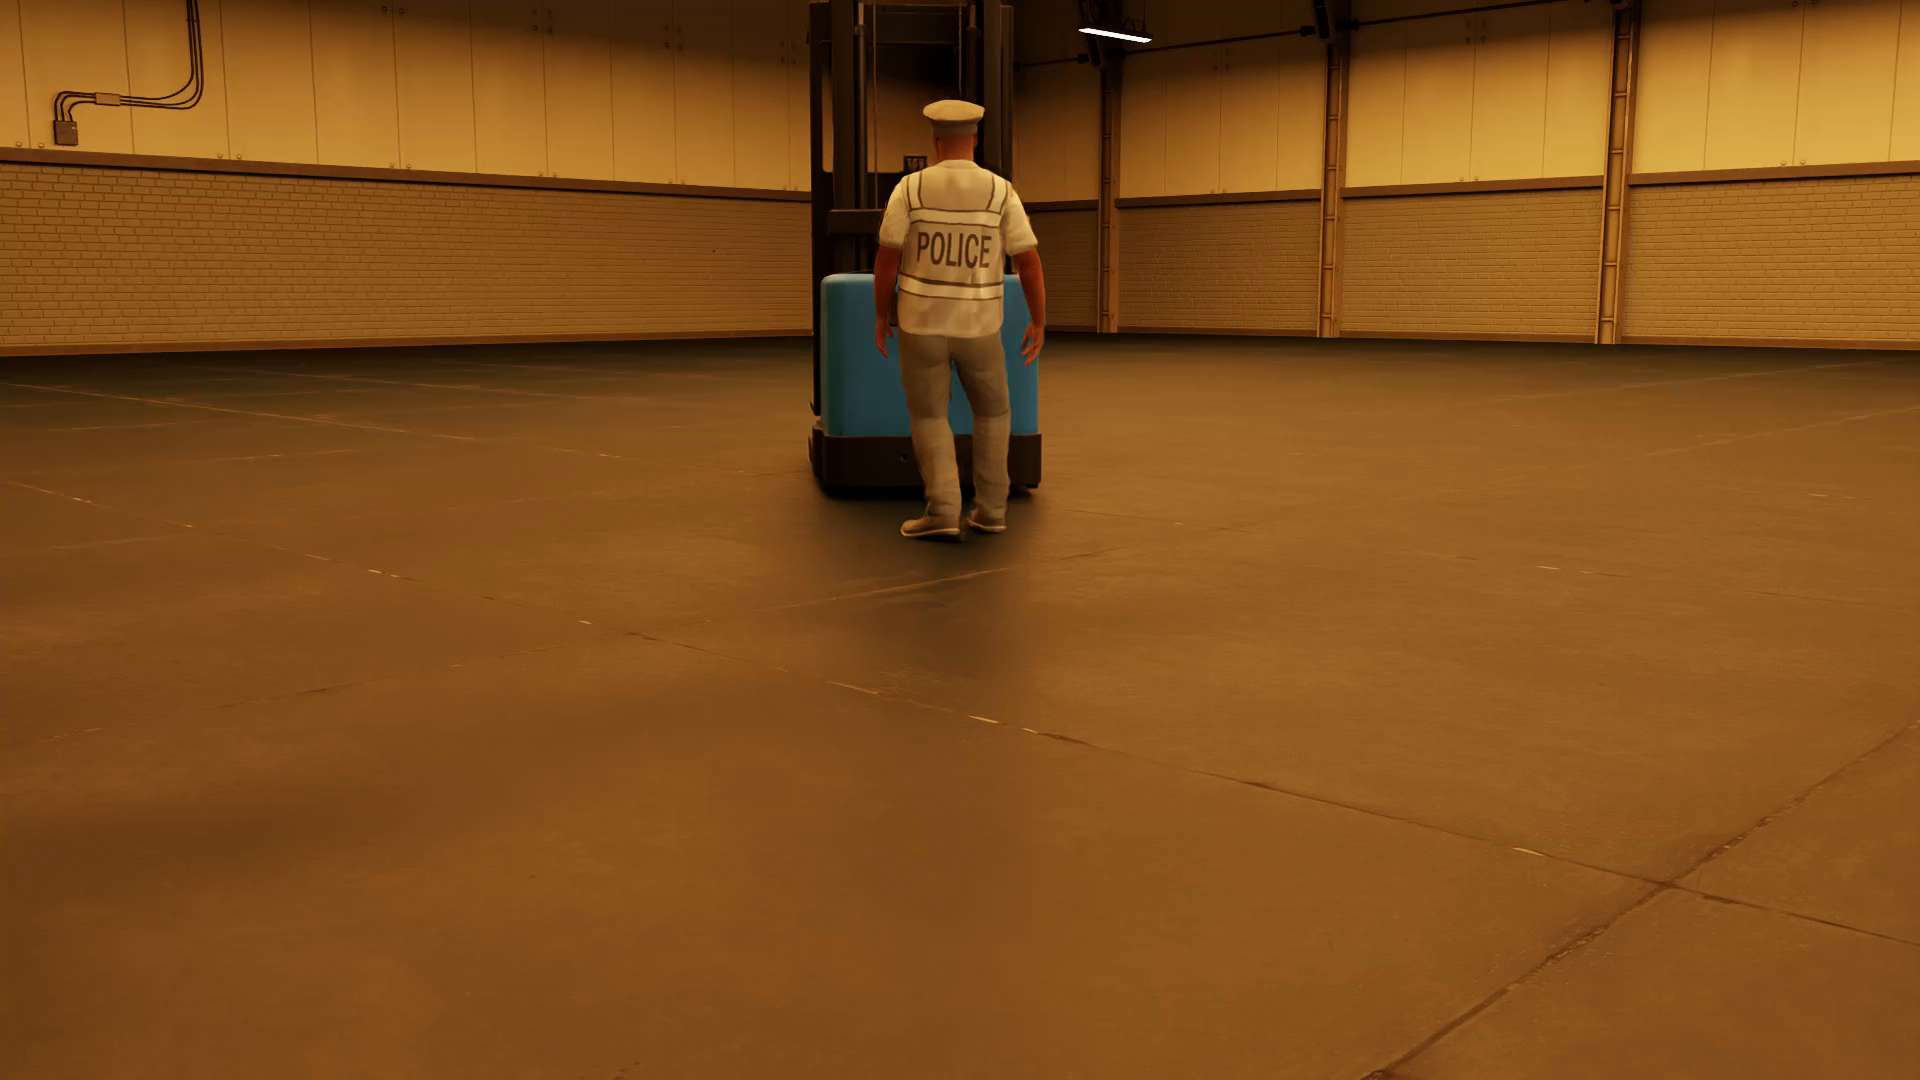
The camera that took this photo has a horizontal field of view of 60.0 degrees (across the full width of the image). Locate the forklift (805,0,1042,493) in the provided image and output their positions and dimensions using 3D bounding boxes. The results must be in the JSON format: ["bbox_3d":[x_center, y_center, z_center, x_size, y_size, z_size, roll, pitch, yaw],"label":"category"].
[{"bbox_3d":[-0.289,-1.861,9.234,1.130,2.935,3.031,-1,9,-7],"label":"forklift"}]

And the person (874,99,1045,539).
[{"bbox_3d":[-0.004,-0.878,6.762,0.686,1.754,0.651,0,9,-2],"label":"person"}]
